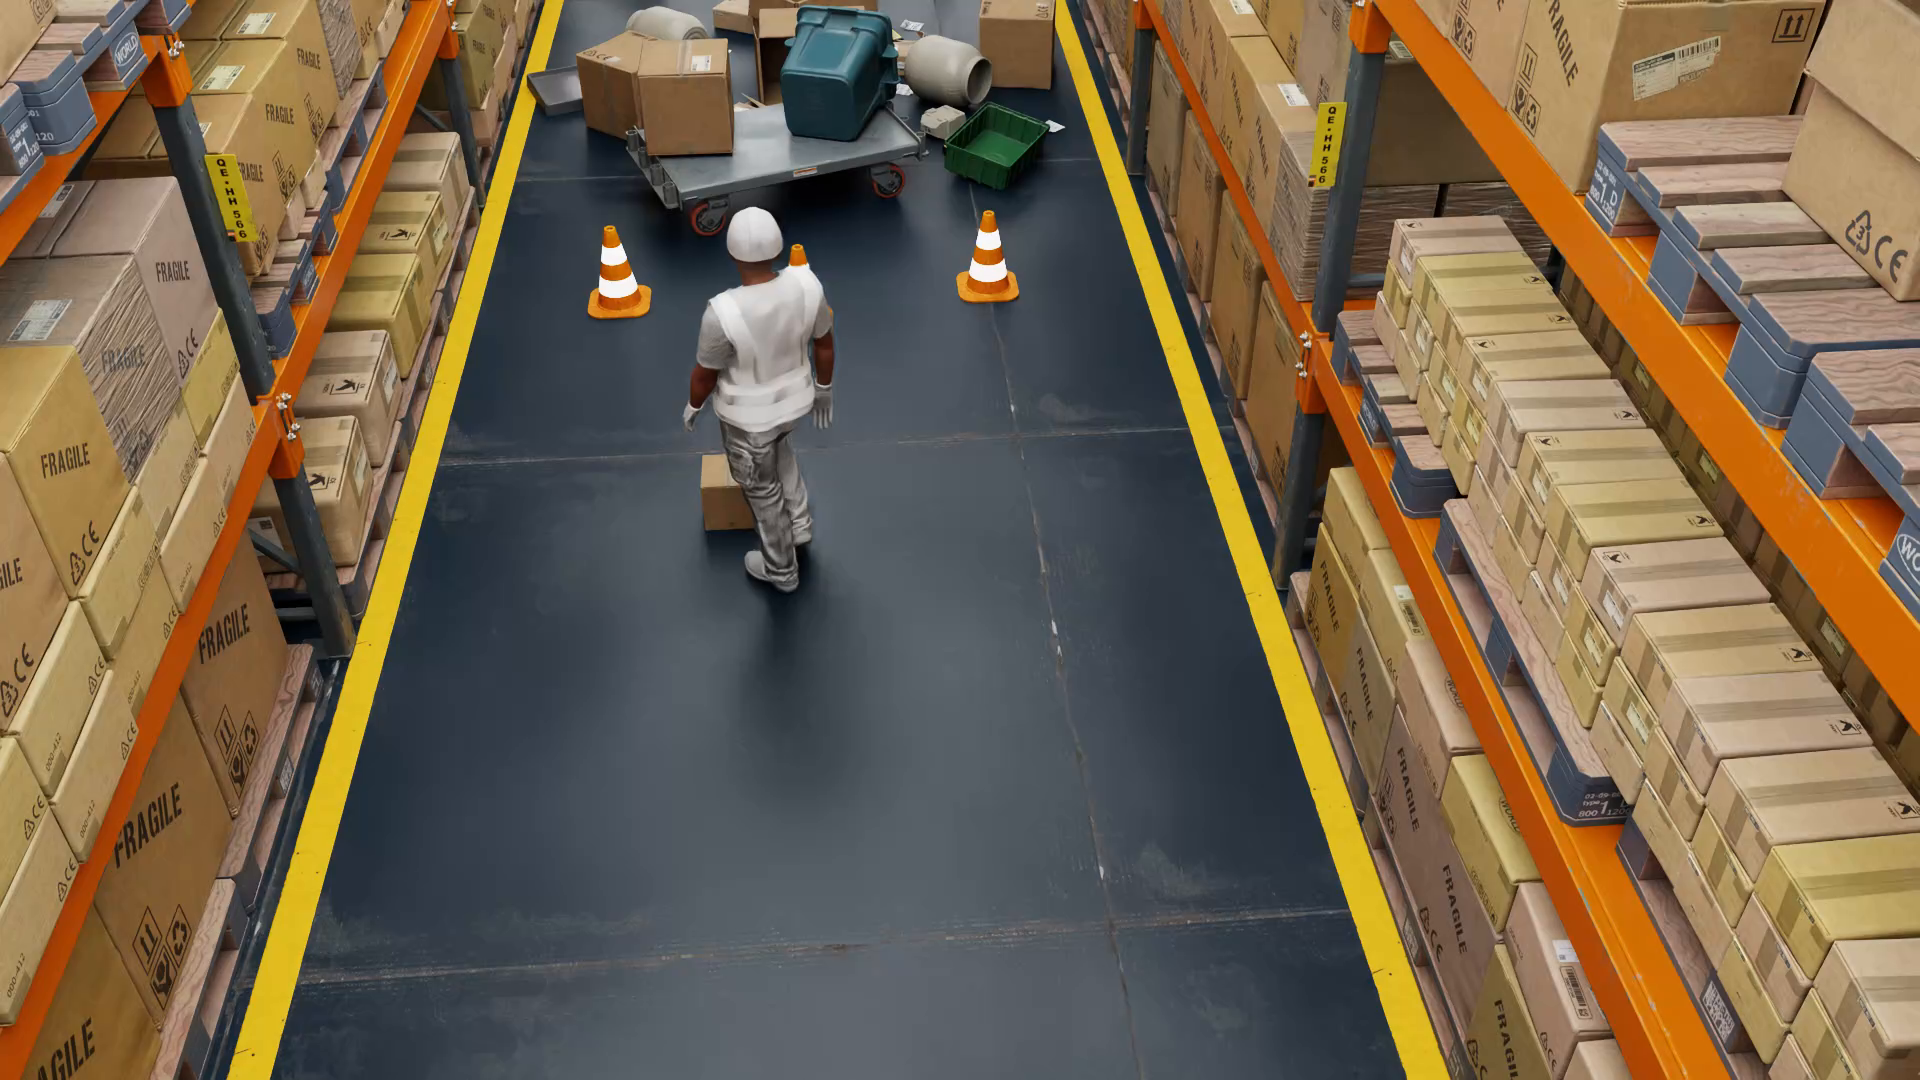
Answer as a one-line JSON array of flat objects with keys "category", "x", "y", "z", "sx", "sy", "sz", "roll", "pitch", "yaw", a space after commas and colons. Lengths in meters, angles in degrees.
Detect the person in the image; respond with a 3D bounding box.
[{"category": "person", "x": -0.832, "y": -0.559, "z": 6.829, "sx": 0.570, "sy": 1.820, "sz": 0.474, "roll": -31, "pitch": 48, "yaw": -32}]
